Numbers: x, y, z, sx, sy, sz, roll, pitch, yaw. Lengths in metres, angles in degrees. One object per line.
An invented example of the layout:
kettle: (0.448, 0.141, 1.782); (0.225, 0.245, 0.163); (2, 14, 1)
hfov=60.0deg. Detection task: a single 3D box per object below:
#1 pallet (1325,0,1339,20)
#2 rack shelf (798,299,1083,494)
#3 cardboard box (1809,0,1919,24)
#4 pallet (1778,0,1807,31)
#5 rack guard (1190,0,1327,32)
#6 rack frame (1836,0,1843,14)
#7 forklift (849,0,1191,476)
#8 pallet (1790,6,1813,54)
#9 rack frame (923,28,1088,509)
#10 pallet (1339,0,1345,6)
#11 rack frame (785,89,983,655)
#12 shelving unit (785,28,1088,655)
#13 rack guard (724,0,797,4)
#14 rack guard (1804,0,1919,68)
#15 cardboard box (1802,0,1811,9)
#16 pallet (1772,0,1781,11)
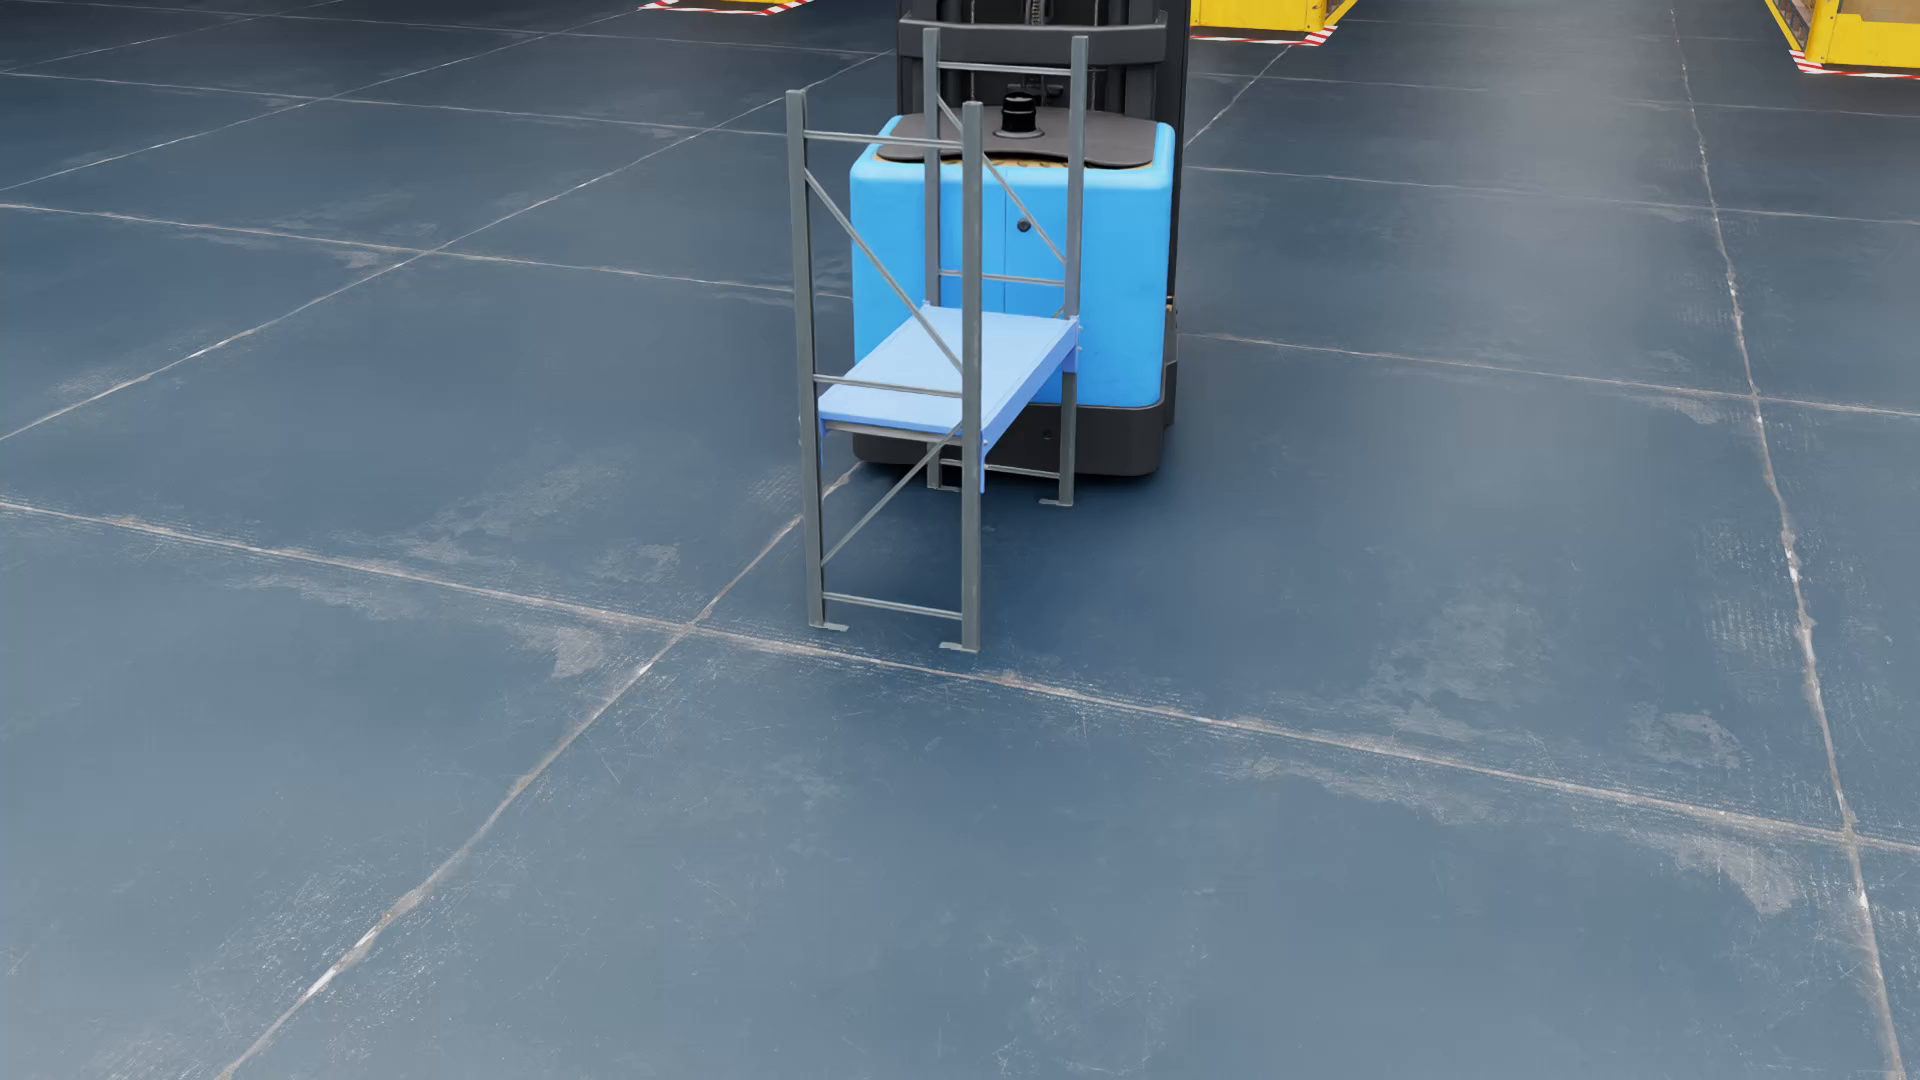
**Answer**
pallet: (2.881, -4.918, 15.164); (1.003, 0.211, 1.213); (9, 27, 17)
rack shelf: (-0.027, -0.446, 4.863); (0.538, 0.185, 1.000); (8, 27, 16)
cardboard box: (7.359, -4.573, 13.209); (0.875, 0.875, 0.875); (9, 27, 18)
pallet: (7.795, -4.636, 14.584); (1.003, 0.211, 1.213); (9, 27, 17)
rack guard: (2.577, -4.719, 14.423); (1.175, 0.500, 0.348); (9, 27, 17)
rack frame: (7.195, -5.052, 12.242); (1.000, 3.000, 0.127); (9, 27, 17)
forklift: (0.338, -2.144, 6.315); (1.130, 2.935, 3.031); (3, 26, 7)
pallet: (7.388, -4.137, 13.552); (1.003, 0.211, 1.213); (9, 27, 17)
rack frame: (0.132, -0.818, 5.219); (0.500, 1.500, 0.032); (8, 27, 16)
pallet: (3.288, -5.417, 16.196); (1.003, 0.211, 1.213); (9, 27, 17)
rack frame: (-0.187, -0.397, 4.350); (0.500, 1.500, 0.032); (8, 27, 16)
shelving unit: (-0.027, -0.608, 4.784); (0.538, 1.500, 1.048); (8, 27, 16)
rack guard: (-2.138, -5.444, 15.920); (1.175, 0.500, 0.348); (9, 27, 17)
rack guard: (7.187, -3.917, 12.766); (1.175, 0.500, 0.348); (9, 27, 17)
cardboard box: (7.650, -4.935, 13.956); (0.875, 0.875, 0.875); (8, 27, 17)
pallet: (8.200, -5.139, 15.623); (1.003, 0.211, 1.213); (9, 27, 17)
